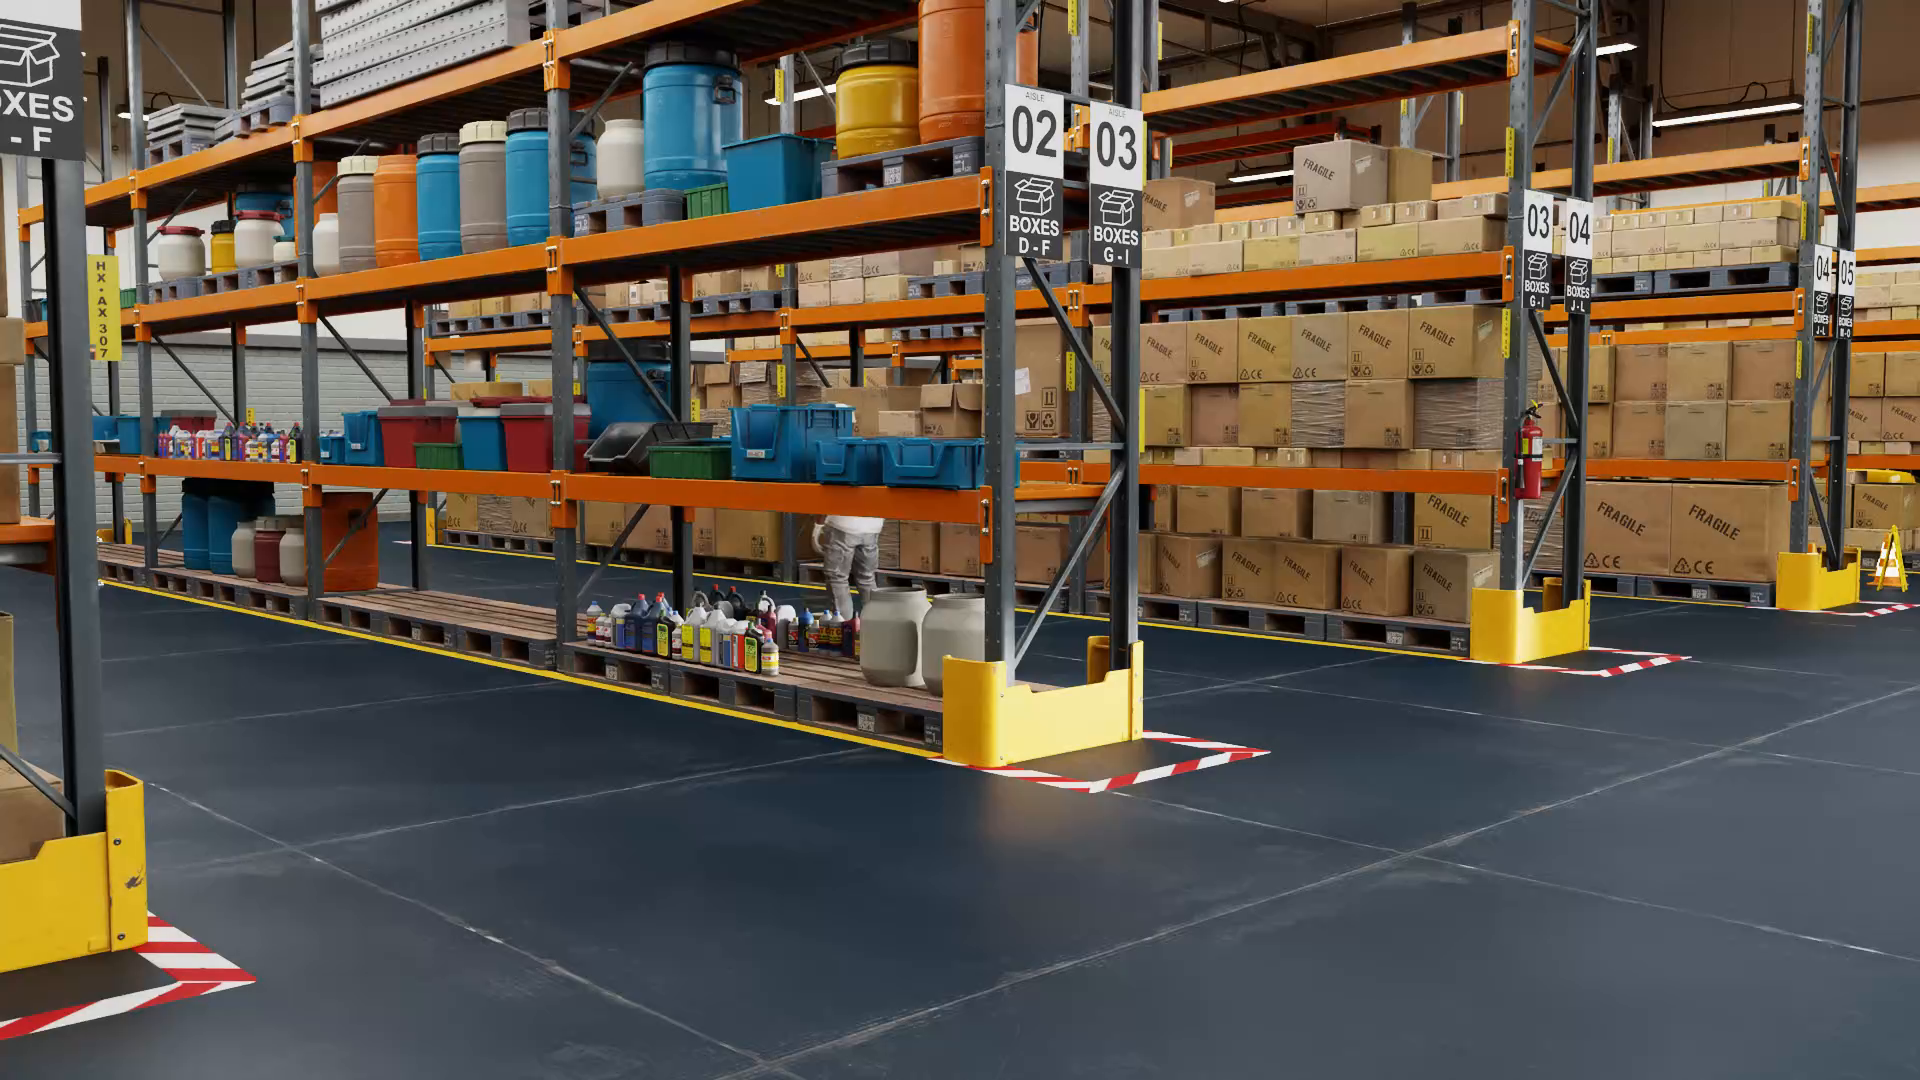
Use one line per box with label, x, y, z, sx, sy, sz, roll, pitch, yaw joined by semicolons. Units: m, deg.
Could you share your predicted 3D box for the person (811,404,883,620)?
person;-0.796;-0.085;11.890;0.444;1.776;0.632;4;5;44
